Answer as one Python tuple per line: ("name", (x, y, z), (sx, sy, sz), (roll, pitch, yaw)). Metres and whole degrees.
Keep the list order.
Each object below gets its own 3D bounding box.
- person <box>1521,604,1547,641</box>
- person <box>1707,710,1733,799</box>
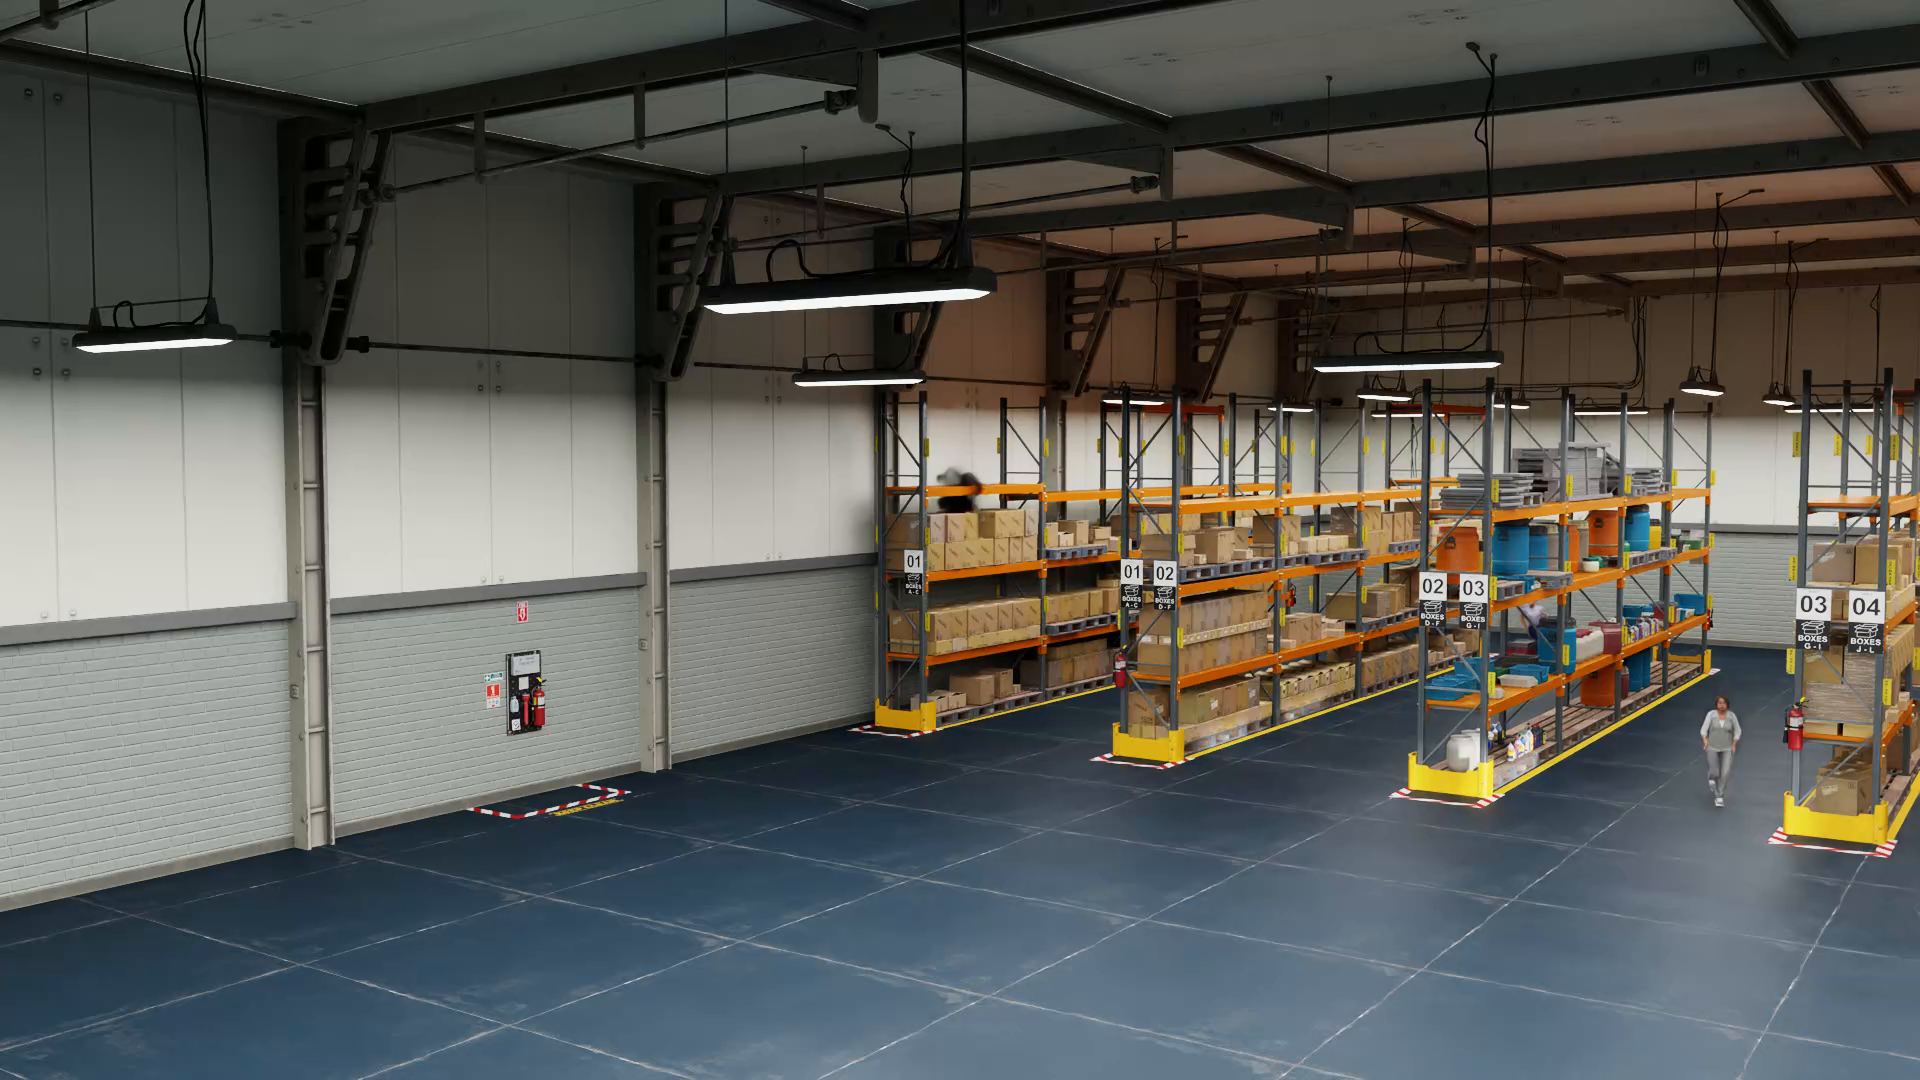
("person", (13.559, 2.174, 39.069), (0.716, 1.355, 0.530), (0, 3, 7))
("person", (10.686, 3.002, 23.373), (0.346, 1.252, 0.536), (1, 3, 20))
